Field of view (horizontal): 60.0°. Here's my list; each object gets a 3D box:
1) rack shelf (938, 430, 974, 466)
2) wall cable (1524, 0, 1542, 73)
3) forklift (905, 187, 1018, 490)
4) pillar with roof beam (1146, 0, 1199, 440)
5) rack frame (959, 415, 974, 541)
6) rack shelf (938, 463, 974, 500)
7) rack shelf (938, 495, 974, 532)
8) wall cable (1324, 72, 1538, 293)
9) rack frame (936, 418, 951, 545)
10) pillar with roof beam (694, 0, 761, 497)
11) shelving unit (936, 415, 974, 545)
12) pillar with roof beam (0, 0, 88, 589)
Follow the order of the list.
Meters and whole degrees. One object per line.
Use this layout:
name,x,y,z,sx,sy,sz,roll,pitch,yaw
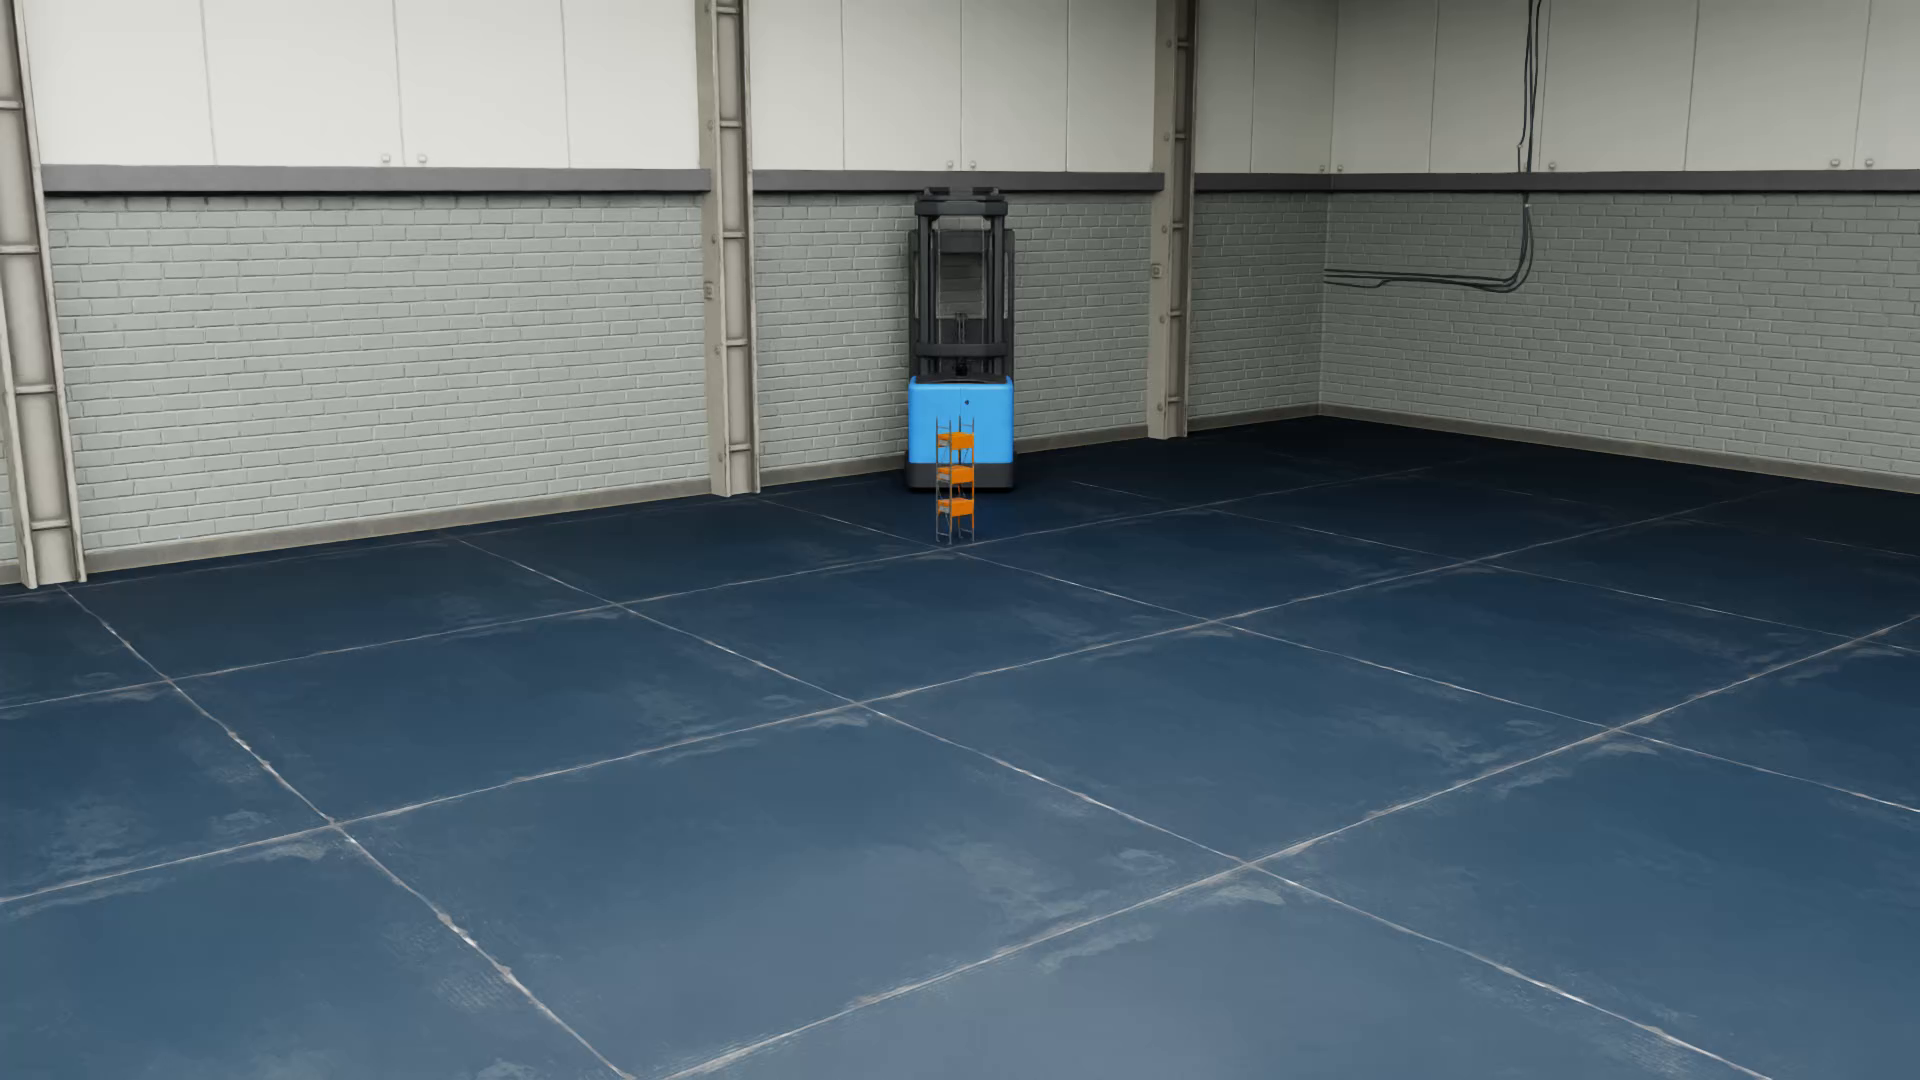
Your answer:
rack shelf,-0.042,-0.774,13.930,0.240,0.259,0.215,-9,15,-38
wall cable,7.299,-6.325,17.566,0.112,2.526,3.097,-9,15,-38
forklift,0.015,-2.188,17.376,1.130,2.935,3.031,0,12,0
pillar with roof beam,5.171,-4.946,15.756,0.400,9.000,9.100,-9,15,-38
rack frame,0.054,-0.522,14.062,0.008,1.050,0.200,-9,15,-38
rack shelf,-0.042,-0.496,13.989,0.240,0.259,0.215,-9,15,-38
rack shelf,-0.042,-0.224,14.047,0.240,0.259,0.215,-9,15,-38
wall cable,5.609,-4.293,20.157,0.112,2.526,3.097,-9,15,-38
rack frame,-0.137,-0.491,13.912,0.008,1.050,0.200,-9,15,-38
pillar with roof beam,0.486,-4.167,12.090,0.400,9.000,9.100,-9,15,-38
shelving unit,-0.042,-0.507,13.987,0.252,1.050,0.215,-9,15,-38
pillar with roof beam,-4.199,-3.389,8.423,0.400,9.000,9.100,-9,15,-38
